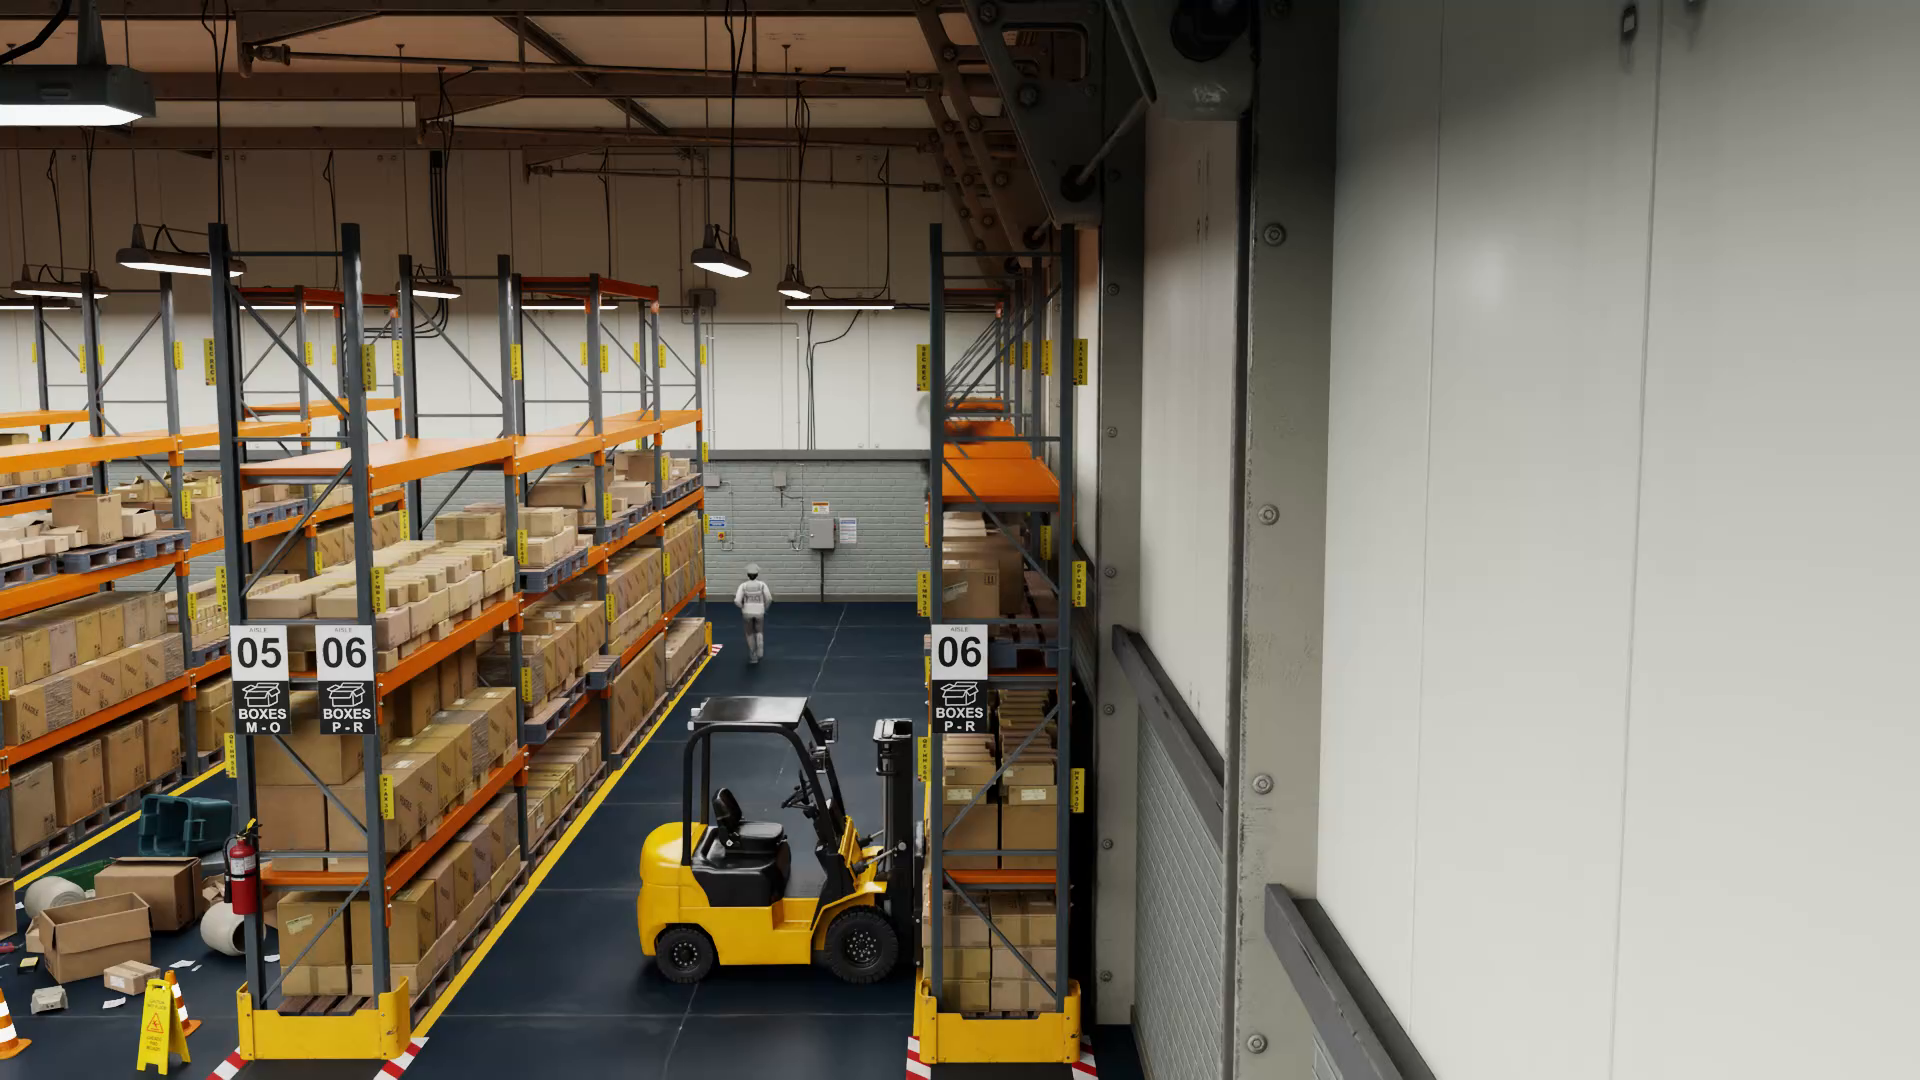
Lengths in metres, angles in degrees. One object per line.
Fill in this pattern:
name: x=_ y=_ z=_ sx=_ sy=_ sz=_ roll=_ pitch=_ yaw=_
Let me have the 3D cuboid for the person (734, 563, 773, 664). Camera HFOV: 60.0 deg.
person: x=-3.355 y=1.206 z=27.004 sx=0.615 sy=1.657 sz=0.555 roll=-1 pitch=7 yaw=-10
